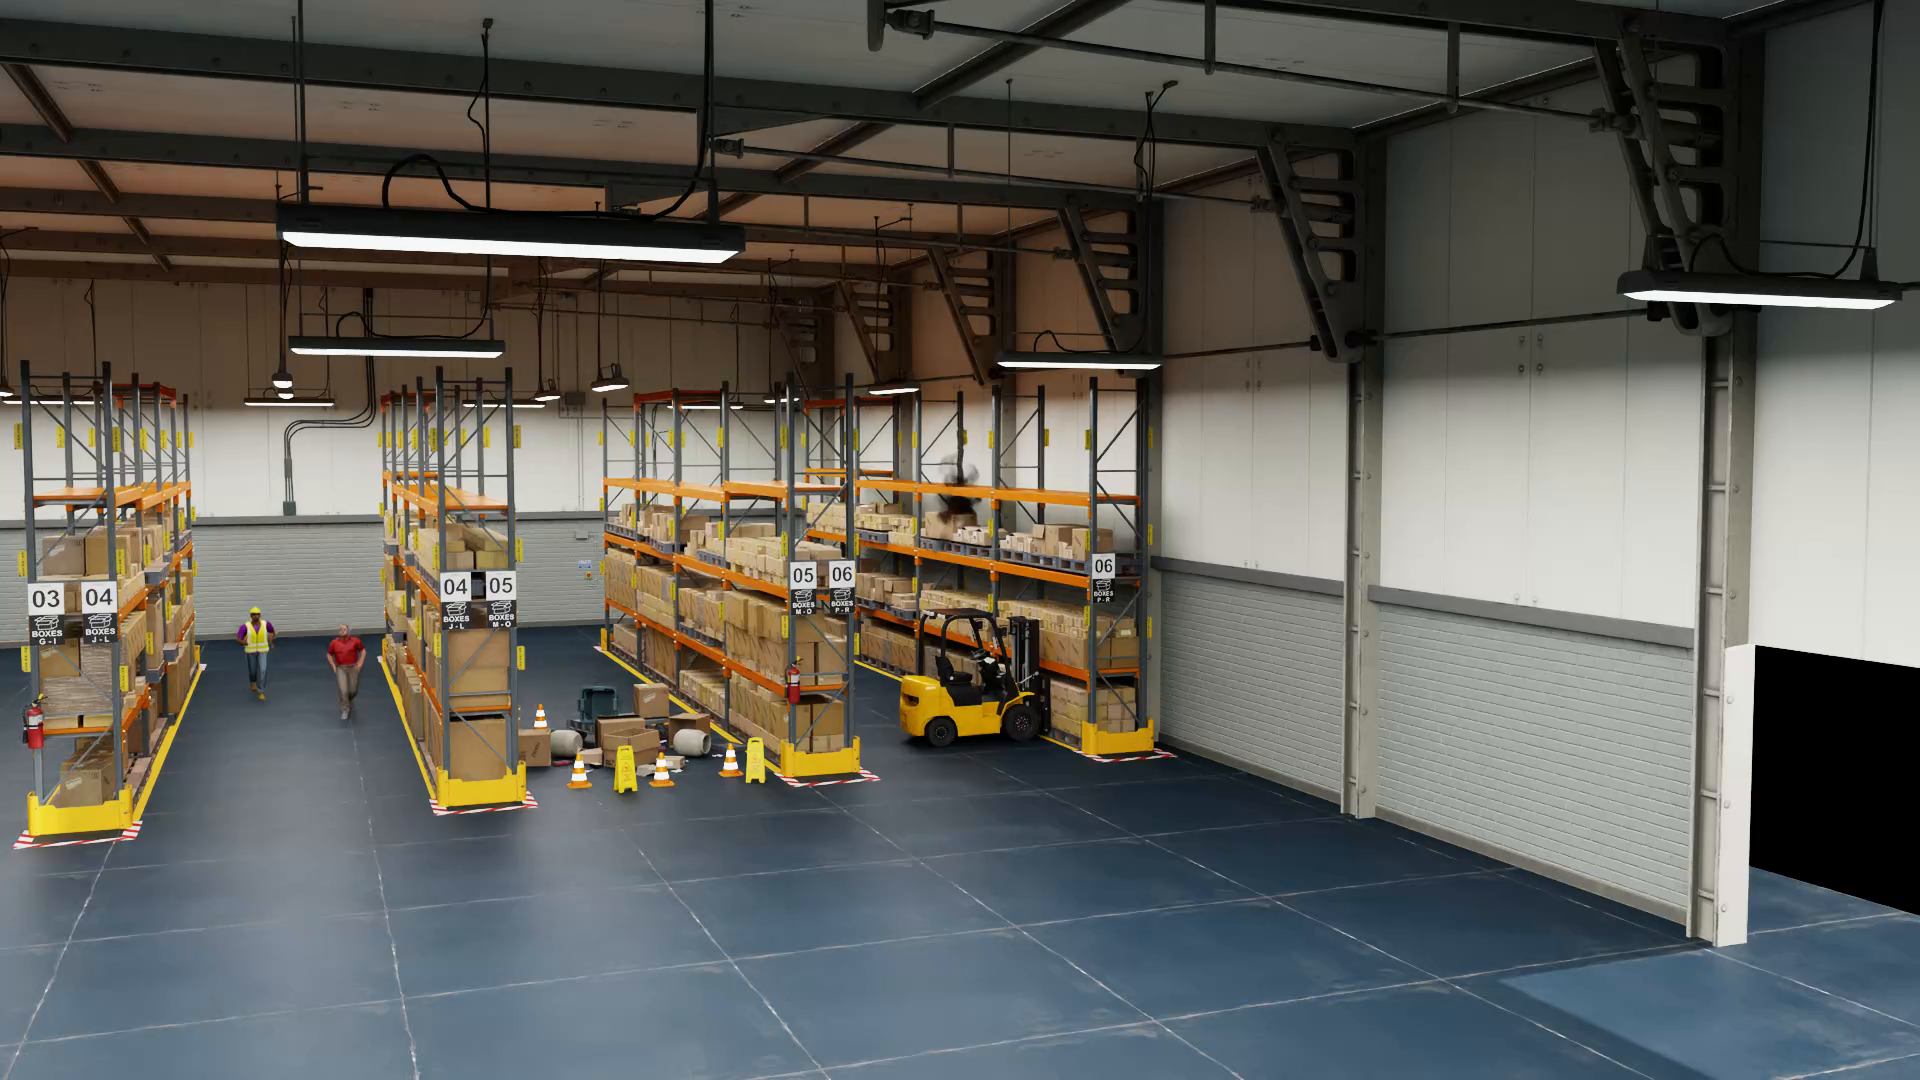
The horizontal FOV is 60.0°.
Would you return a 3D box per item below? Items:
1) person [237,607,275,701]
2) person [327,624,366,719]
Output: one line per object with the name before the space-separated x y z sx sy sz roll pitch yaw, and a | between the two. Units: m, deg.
person | -13.608 2.181 32.167 0.699 1.773 0.967 -2 4 -27
person | -11.075 2.364 30.013 0.661 1.694 0.542 -1 4 -19
